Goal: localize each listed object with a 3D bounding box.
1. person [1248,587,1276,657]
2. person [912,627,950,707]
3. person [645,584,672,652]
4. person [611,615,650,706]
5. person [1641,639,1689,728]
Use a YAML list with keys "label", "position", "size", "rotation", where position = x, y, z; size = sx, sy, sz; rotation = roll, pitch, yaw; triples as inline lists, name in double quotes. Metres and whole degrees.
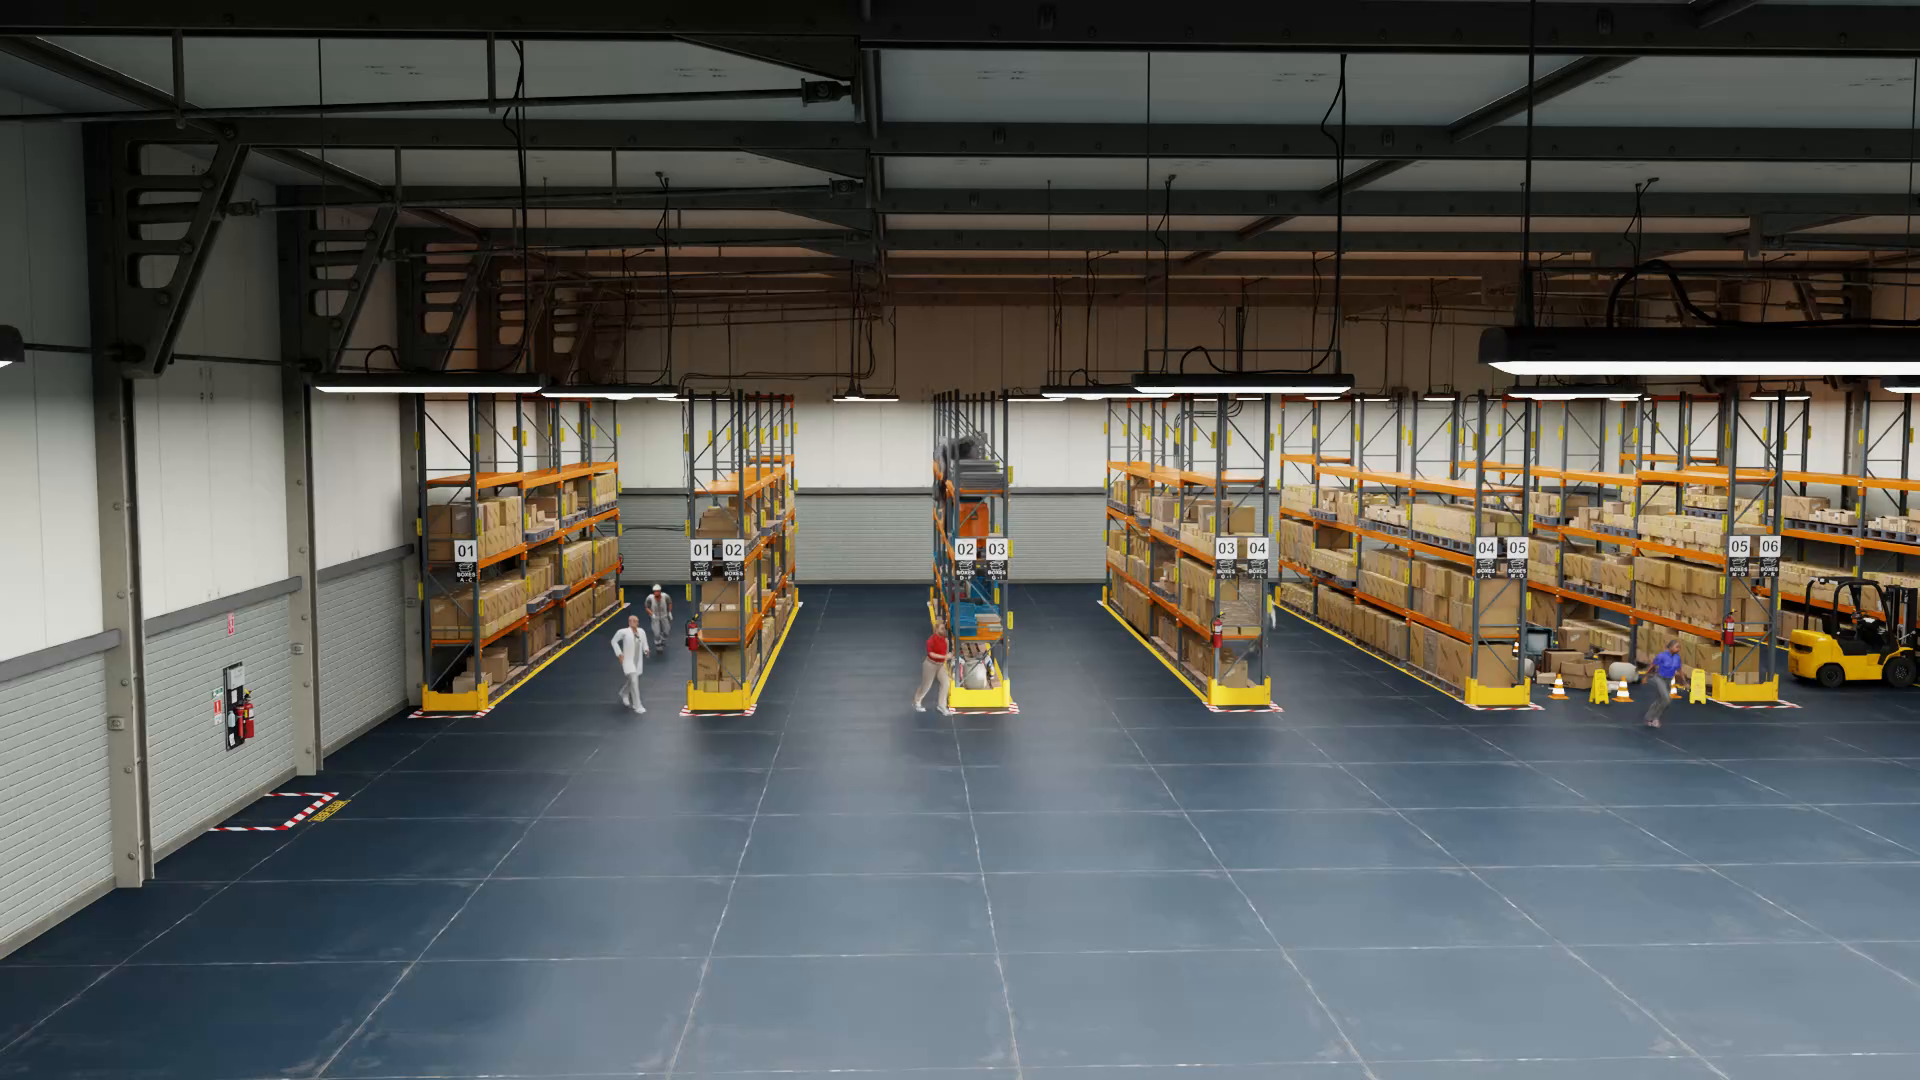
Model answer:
- label: "person"
  position: [6.823, 1.841, 37.711]
  size: [0.640, 1.619, 0.575]
  rotation: [0, 5, 5]
- label: "person"
  position: [-0.566, 2.331, 30.693]
  size: [0.711, 1.497, 0.593]
  rotation: [3, 6, 37]
- label: "person"
  position: [-6.942, 1.788, 38.298]
  size: [0.637, 1.615, 0.898]
  rotation: [-2, 5, -19]
- label: "person"
  position: [-6.179, 2.237, 31.189]
  size: [0.883, 1.675, 0.678]
  rotation: [5, 7, 45]
- label: "person"
  position: [6.329, 1.006, 38.257]
  size: [3.426, 3.177, 22.395]
  rotation: [-2, 5, -26]
